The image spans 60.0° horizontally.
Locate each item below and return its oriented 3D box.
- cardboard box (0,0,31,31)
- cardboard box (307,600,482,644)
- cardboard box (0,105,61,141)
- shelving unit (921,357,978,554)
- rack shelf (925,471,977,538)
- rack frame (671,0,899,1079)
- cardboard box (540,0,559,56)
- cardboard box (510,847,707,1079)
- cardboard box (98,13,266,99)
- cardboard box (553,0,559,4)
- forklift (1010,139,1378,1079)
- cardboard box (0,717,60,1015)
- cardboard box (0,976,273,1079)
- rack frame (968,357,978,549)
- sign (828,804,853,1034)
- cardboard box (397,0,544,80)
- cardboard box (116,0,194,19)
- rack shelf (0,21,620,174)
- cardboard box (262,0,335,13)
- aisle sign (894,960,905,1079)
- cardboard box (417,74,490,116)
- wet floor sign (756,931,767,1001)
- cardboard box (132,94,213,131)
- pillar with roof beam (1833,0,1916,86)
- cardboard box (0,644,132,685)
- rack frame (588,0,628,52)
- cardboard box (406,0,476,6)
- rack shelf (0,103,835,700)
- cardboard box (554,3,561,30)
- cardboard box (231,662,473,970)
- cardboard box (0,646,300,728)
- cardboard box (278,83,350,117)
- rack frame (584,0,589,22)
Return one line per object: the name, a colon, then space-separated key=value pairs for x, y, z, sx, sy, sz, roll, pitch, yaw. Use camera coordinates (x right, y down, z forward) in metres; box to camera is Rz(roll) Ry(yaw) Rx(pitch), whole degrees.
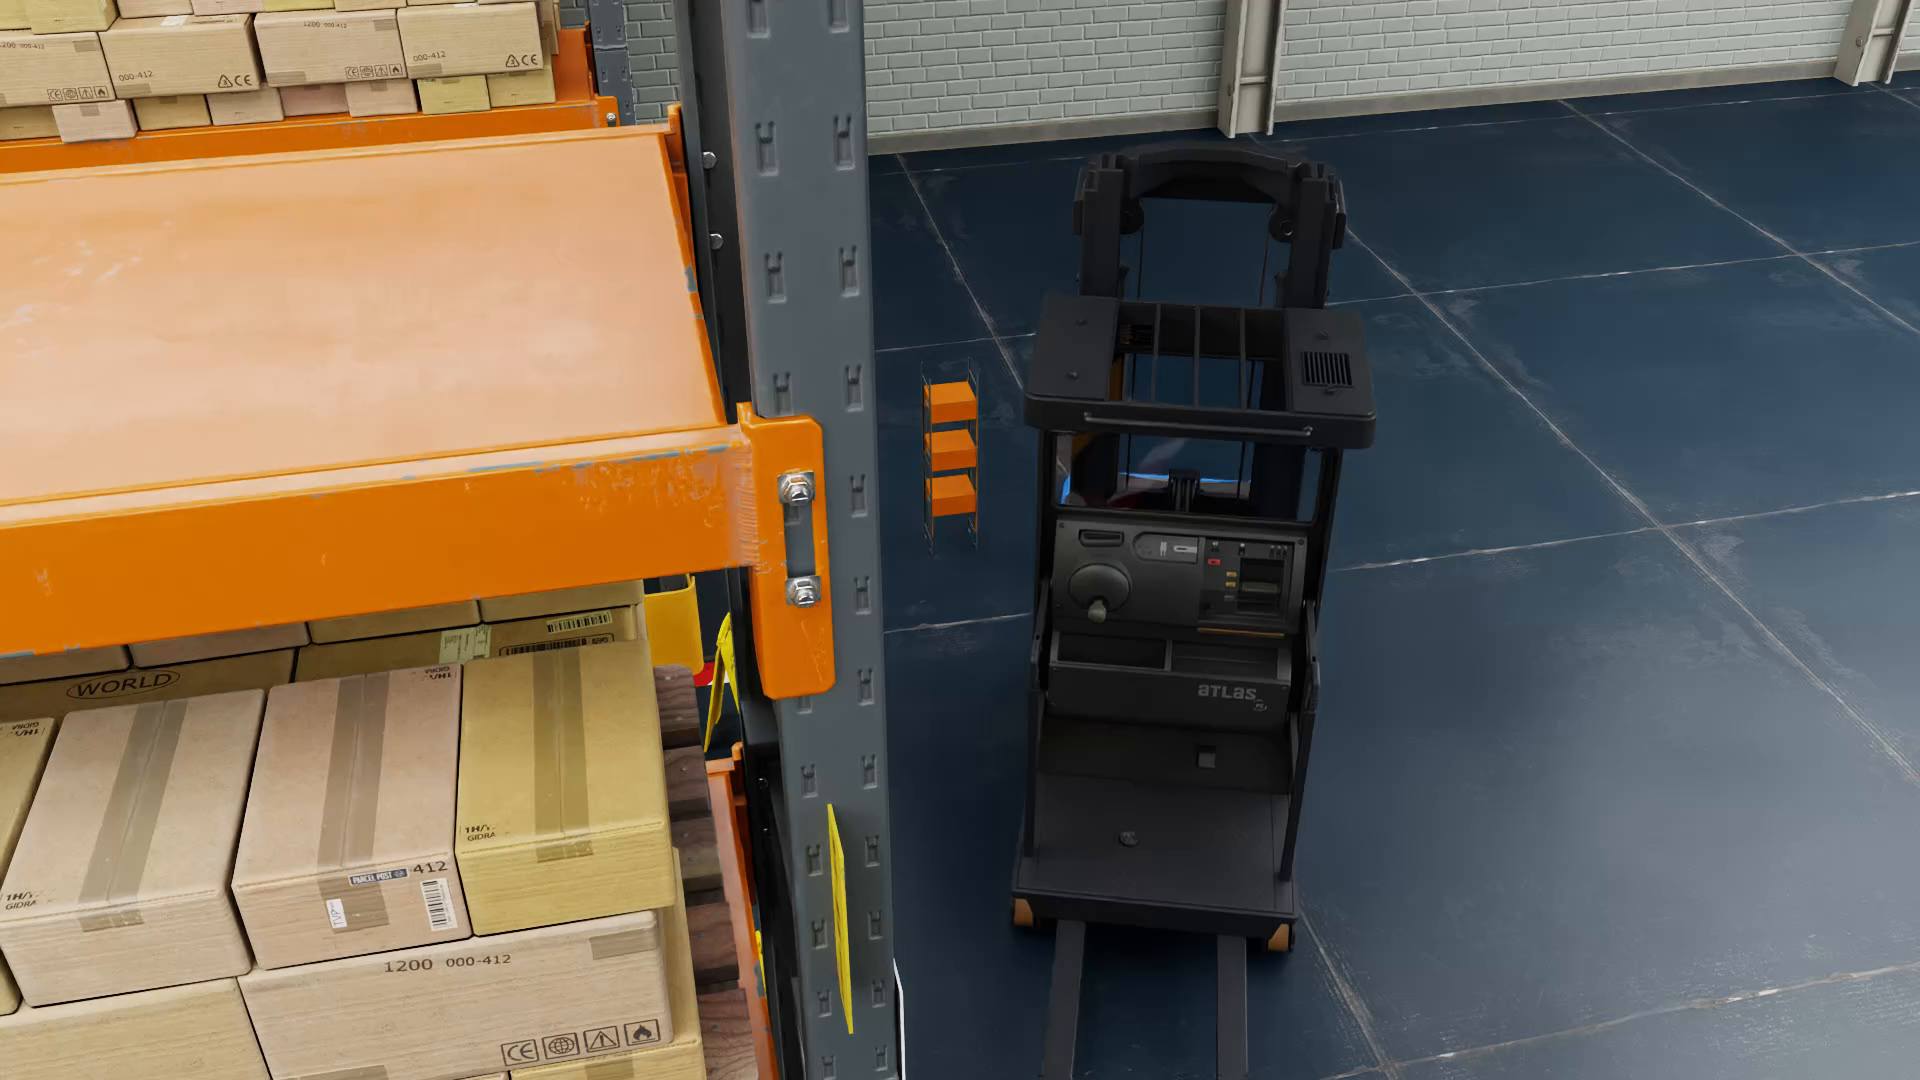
cardboard box: x=-3.475 y=-1.983 z=6.054 sx=0.250 sy=0.149 sz=0.380 roll=-7 pitch=34 yaw=-10
cardboard box: x=-0.900 y=-0.017 z=2.658 sx=0.250 sy=0.149 sz=0.380 roll=-7 pitch=34 yaw=-10
cardboard box: x=-3.487 y=-1.649 z=6.272 sx=0.250 sy=0.149 sz=0.380 roll=-7 pitch=34 yaw=-10
shelving unit: x=-0.052 y=-0.429 z=8.671 sx=0.252 sy=1.050 sz=0.215 roll=-7 pitch=35 yaw=-11
rack shelf: x=-0.052 y=-0.190 z=8.831 sx=0.240 sy=0.259 sz=0.215 roll=-7 pitch=35 yaw=-11
rack frame: x=-0.260 y=-0.718 z=1.968 sx=0.127 sy=3.000 sz=1.000 roll=-7 pitch=35 yaw=-11
cardboard box: x=-1.846 y=-2.182 z=7.066 sx=0.250 sy=0.149 sz=0.380 roll=-7 pitch=35 yaw=-10
cardboard box: x=-0.510 y=0.641 z=2.393 sx=0.250 sy=0.149 sz=0.380 roll=-7 pitch=35 yaw=-11
cardboard box: x=-2.886 y=-1.875 z=6.251 sx=0.500 sy=0.250 sz=0.500 roll=-6 pitch=34 yaw=-9
cardboard box: x=-2.826 y=-3.718 z=11.150 sx=0.250 sy=0.149 sz=0.380 roll=-7 pitch=34 yaw=-10
forklift: x=0.793 y=0.194 z=6.053 sx=1.130 sy=2.935 sz=3.031 roll=4 pitch=34 yaw=6
cardboard box: x=-1.260 y=0.404 z=2.030 sx=0.250 sy=0.149 sz=0.380 roll=-7 pitch=34 yaw=-10
cardboard box: x=-1.164 y=0.523 z=2.211 sx=0.500 sy=0.250 sz=0.500 roll=-7 pitch=35 yaw=-10
rack frame: x=0.067 y=-0.444 z=8.693 sx=0.008 sy=1.050 sz=0.200 roll=-7 pitch=35 yaw=-11
sign: x=-0.154 y=0.489 z=2.137 sx=0.005 sy=0.325 sz=0.100 roll=-7 pitch=35 yaw=-11
cardboard box: x=-1.890 y=-2.003 z=6.441 sx=0.500 sy=0.250 sz=0.500 roll=-8 pitch=35 yaw=-11
cardboard box: x=-2.980 y=-2.076 z=6.193 sx=0.250 sy=0.149 sz=0.380 roll=-8 pitch=35 yaw=-12
rack shelf: x=-3.401 y=-1.606 z=6.628 sx=4.000 sy=0.370 sz=1.077 roll=-7 pitch=35 yaw=-11
cardboard box: x=-2.479 y=-2.120 z=6.258 sx=0.250 sy=0.149 sz=0.380 roll=-7 pitch=34 yaw=-10
aisle sign: x=-0.125 y=0.848 z=2.685 sx=0.004 sy=0.787 sz=0.394 roll=-7 pitch=35 yaw=-11
cardboard box: x=-1.972 y=-1.802 z=6.500 sx=0.250 sy=0.149 sz=0.380 roll=-7 pitch=34 yaw=-10
wet floor sign: x=-0.669 y=1.671 z=5.904 sx=0.232 sy=0.644 sz=0.267 roll=-13 pitch=36 yaw=-19
cardboard box: x=-2.992 y=-1.708 z=6.360 sx=0.250 sy=0.149 sz=0.380 roll=-8 pitch=35 yaw=-12
pillar with roof beam: x=9.227 y=-5.633 z=9.292 sx=0.400 sy=9.000 sz=9.100 roll=-7 pitch=35 yaw=-11
cardboard box: x=-1.397 y=0.045 z=2.565 sx=0.250 sy=0.149 sz=0.380 roll=-7 pitch=34 yaw=-10
rack frame: x=-1.451 y=-3.396 z=5.958 sx=0.127 sy=3.000 sz=1.000 roll=-7 pitch=35 yaw=-11
cardboard box: x=-1.975 y=-2.165 z=6.325 sx=0.250 sy=0.149 sz=0.380 roll=-7 pitch=34 yaw=-10
rack shelf: x=-2.211 y=-0.008 z=1.913 sx=4.000 sy=0.370 sz=1.077 roll=-7 pitch=35 yaw=-11
cardboard box: x=-2.971 y=-3.441 z=11.319 sx=0.500 sy=0.500 sz=0.500 roll=-8 pitch=35 yaw=-12
cardboard box: x=-0.758 y=0.340 z=2.125 sx=0.250 sy=0.149 sz=0.380 roll=-7 pitch=34 yaw=-10
cardboard box: x=-1.282 y=0.233 z=2.643 sx=0.500 sy=0.250 sz=0.500 roll=-8 pitch=35 yaw=-11
cardboard box: x=-2.501 y=-1.793 z=6.487 sx=0.250 sy=0.149 sz=0.380 roll=-7 pitch=34 yaw=-10
rack frame: x=-2.549 y=-3.602 z=11.649 sx=0.127 sy=3.000 sz=1.000 roll=-7 pitch=35 yaw=-11
